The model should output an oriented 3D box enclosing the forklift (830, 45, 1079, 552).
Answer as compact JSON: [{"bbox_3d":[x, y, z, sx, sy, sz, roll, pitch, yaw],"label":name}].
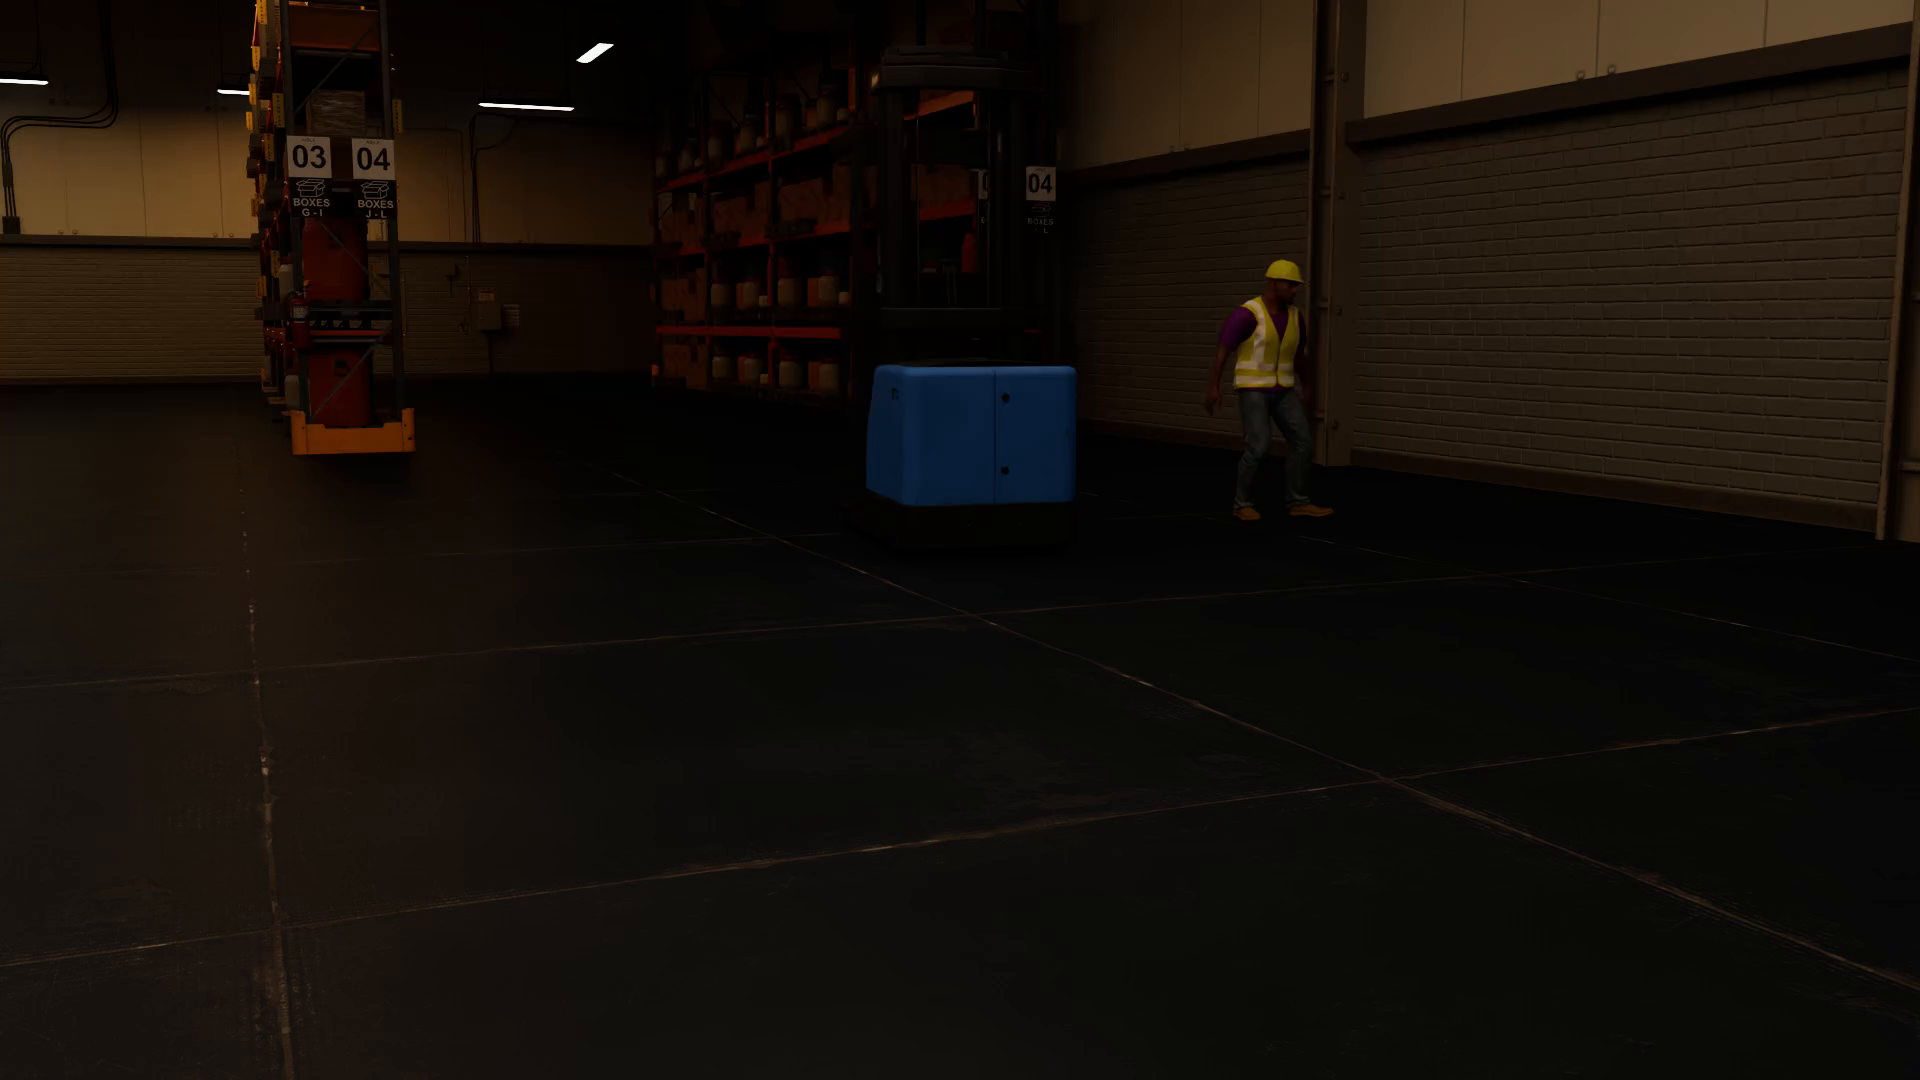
[{"bbox_3d":[-0.206,-1.537,10.602,1.130,2.935,3.031,-2,8,-15],"label":"forklift"}]

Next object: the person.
[{"bbox_3d":[2.084,-0.997,11.107,0.874,1.731,0.455,-4,8,-26],"label":"person"}]
